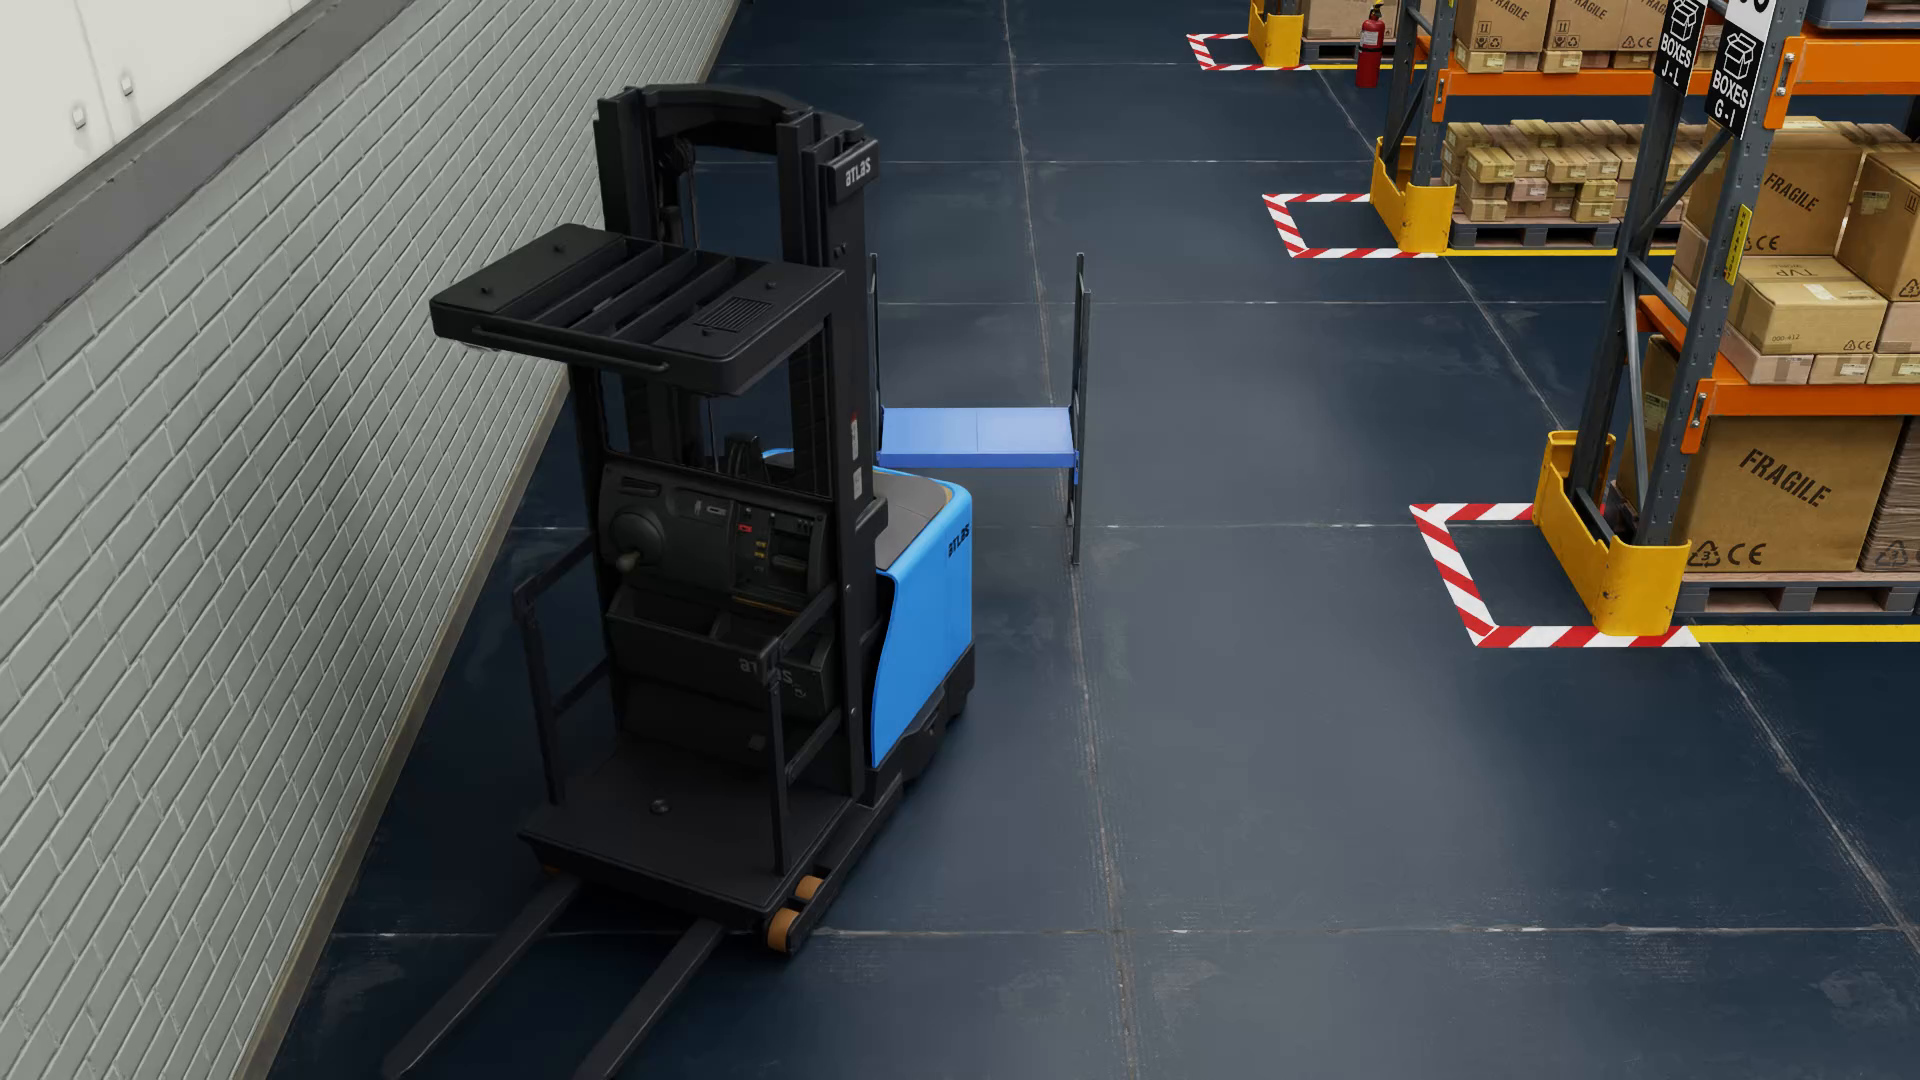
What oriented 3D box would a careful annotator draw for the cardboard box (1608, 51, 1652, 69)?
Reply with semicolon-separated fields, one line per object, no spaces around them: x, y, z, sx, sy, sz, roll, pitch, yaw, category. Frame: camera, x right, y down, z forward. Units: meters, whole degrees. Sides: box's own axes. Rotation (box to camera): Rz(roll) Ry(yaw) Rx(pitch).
4.721;-3.476;11.829;0.250;0.149;0.380;0;31;-1;cardboard box

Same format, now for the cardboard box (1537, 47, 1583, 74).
4.191;-3.416;11.730;0.250;0.149;0.380;-1;31;-2;cardboard box

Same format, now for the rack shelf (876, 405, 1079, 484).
0.085;-0.488;8.455;1.000;0.185;0.538;0;31;0;rack shelf

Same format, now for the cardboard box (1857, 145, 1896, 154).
6.732;-2.767;12.189;0.250;0.149;0.380;0;31;0;cardboard box

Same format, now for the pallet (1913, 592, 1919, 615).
5.286;0.023;8.509;1.213;0.211;1.003;0;31;0;pallet

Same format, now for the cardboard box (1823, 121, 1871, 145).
6.720;-3.061;12.673;0.250;0.149;0.380;1;31;2;cardboard box

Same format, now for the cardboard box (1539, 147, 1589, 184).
4.395;-2.735;12.136;0.250;0.149;0.380;0;31;0;cardboard box

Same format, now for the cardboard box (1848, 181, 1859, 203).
6.490;-2.614;12.224;0.250;0.149;0.380;-1;31;-2;cardboard box

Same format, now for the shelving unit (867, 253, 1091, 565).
0.085;-0.641;8.361;1.048;1.500;0.538;0;31;0;shelving unit

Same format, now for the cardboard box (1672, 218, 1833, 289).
3.753;-1.326;7.902;0.500;0.250;0.500;-1;31;-1;cardboard box

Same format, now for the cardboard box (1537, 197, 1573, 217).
4.377;-2.541;12.390;0.250;0.149;0.380;0;31;0;cardboard box

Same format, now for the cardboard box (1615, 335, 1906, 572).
3.910;-0.438;8.224;0.875;0.875;0.875;0;31;0;cardboard box

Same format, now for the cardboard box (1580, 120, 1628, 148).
4.907;-3.080;12.705;0.250;0.149;0.380;1;31;2;cardboard box

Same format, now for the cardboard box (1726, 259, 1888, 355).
3.752;-1.048;7.444;0.500;0.250;0.500;-1;31;-2;cardboard box

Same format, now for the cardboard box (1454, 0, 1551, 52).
3.792;-3.725;11.614;0.500;0.500;0.500;1;31;2;cardboard box

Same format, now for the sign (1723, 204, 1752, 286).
3.267;-1.240;6.991;0.005;0.325;0.100;0;31;0;sign

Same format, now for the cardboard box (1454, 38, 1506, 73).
3.667;-3.420;11.738;0.250;0.149;0.380;0;31;-1;cardboard box

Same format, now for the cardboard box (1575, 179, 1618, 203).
4.642;-2.616;12.227;0.250;0.149;0.380;1;31;1;cardboard box

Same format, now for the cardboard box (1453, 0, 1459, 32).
3.789;-4.002;12.071;0.500;0.500;0.500;0;31;1;cardboard box

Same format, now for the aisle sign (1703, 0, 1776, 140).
3.200;-2.079;6.779;0.004;0.787;0.394;0;31;0;aisle sign

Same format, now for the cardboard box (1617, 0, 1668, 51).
4.817;-3.735;11.631;0.500;0.500;0.500;0;31;0;cardboard box

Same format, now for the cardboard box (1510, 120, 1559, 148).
4.379;-3.083;12.709;0.250;0.149;0.380;-1;31;-1;cardboard box

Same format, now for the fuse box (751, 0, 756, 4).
-2.295;-6.774;18.265;0.414;1.711;0.539;0;31;0;fuse box

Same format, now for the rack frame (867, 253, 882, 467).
-0.423;-0.640;8.359;0.032;1.500;0.500;0;31;0;rack frame

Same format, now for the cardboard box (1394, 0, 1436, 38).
4.785;-5.409;16.839;0.875;0.438;0.875;1;31;1;cardboard box

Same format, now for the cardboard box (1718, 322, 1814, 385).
3.627;-0.846;7.495;0.250;0.149;0.380;0;31;0;cardboard box

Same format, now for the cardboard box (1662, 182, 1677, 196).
5.178;-2.688;12.346;0.250;0.149;0.380;1;31;2;cardboard box

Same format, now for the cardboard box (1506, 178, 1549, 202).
4.141;-2.625;12.241;0.250;0.149;0.380;0;31;-1;cardboard box

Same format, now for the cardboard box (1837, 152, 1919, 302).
4.252;-1.370;7.252;0.500;0.500;0.500;-1;31;-1;cardboard box

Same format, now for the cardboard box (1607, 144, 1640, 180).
4.920;-2.775;12.201;0.250;0.149;0.380;1;31;2;cardboard box

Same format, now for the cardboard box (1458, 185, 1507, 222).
3.867;-2.493;12.311;0.250;0.149;0.380;0;31;1;cardboard box

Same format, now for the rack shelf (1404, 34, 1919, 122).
5.341;-3.396;12.148;4.000;0.370;1.077;0;31;0;rack shelf

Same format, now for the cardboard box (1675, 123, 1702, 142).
5.433;-3.039;12.637;0.250;0.149;0.380;0;31;0;cardboard box

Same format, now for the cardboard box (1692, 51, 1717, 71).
5.227;-3.452;11.790;0.250;0.149;0.380;1;31;2;cardboard box

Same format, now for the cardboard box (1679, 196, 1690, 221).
5.414;-2.505;12.330;0.250;0.149;0.380;0;31;0;cardboard box

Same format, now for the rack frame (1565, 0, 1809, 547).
3.270;-1.124;7.710;0.127;3.000;1.000;0;31;0;rack frame

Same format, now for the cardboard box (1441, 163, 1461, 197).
3.866;-2.767;12.763;0.250;0.149;0.380;0;31;1;cardboard box

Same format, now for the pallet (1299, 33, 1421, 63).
4.009;-5.115;16.977;1.213;0.211;1.003;0;31;0;pallet

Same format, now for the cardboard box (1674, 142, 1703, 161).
5.434;-2.802;12.247;0.250;0.149;0.380;0;31;0;cardboard box

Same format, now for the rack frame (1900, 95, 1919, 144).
7.341;-3.709;11.972;0.127;3.000;1.000;0;31;0;rack frame

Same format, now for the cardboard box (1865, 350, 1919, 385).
4.140;-0.849;7.500;0.250;0.149;0.380;-1;31;-1;cardboard box

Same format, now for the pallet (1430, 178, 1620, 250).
4.230;-2.489;12.649;1.213;0.211;1.003;0;31;0;pallet

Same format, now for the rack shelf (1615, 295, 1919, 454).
5.270;-0.822;7.907;4.000;0.370;1.077;0;31;0;rack shelf

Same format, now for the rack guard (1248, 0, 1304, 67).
3.186;-5.195;16.831;0.348;0.500;1.175;0;31;0;rack guard

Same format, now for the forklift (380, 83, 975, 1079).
-0.989;0.035;5.867;1.130;2.935;3.031;13;34;20;forklift

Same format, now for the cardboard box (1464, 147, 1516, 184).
3.867;-2.737;12.140;0.250;0.149;0.380;-2;31;-3;cardboard box

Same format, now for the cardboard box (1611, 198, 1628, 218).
4.887;-2.535;12.380;0.250;0.149;0.380;0;31;0;cardboard box

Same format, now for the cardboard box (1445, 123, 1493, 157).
3.869;-3.045;12.647;0.250;0.149;0.380;0;31;0;cardboard box
